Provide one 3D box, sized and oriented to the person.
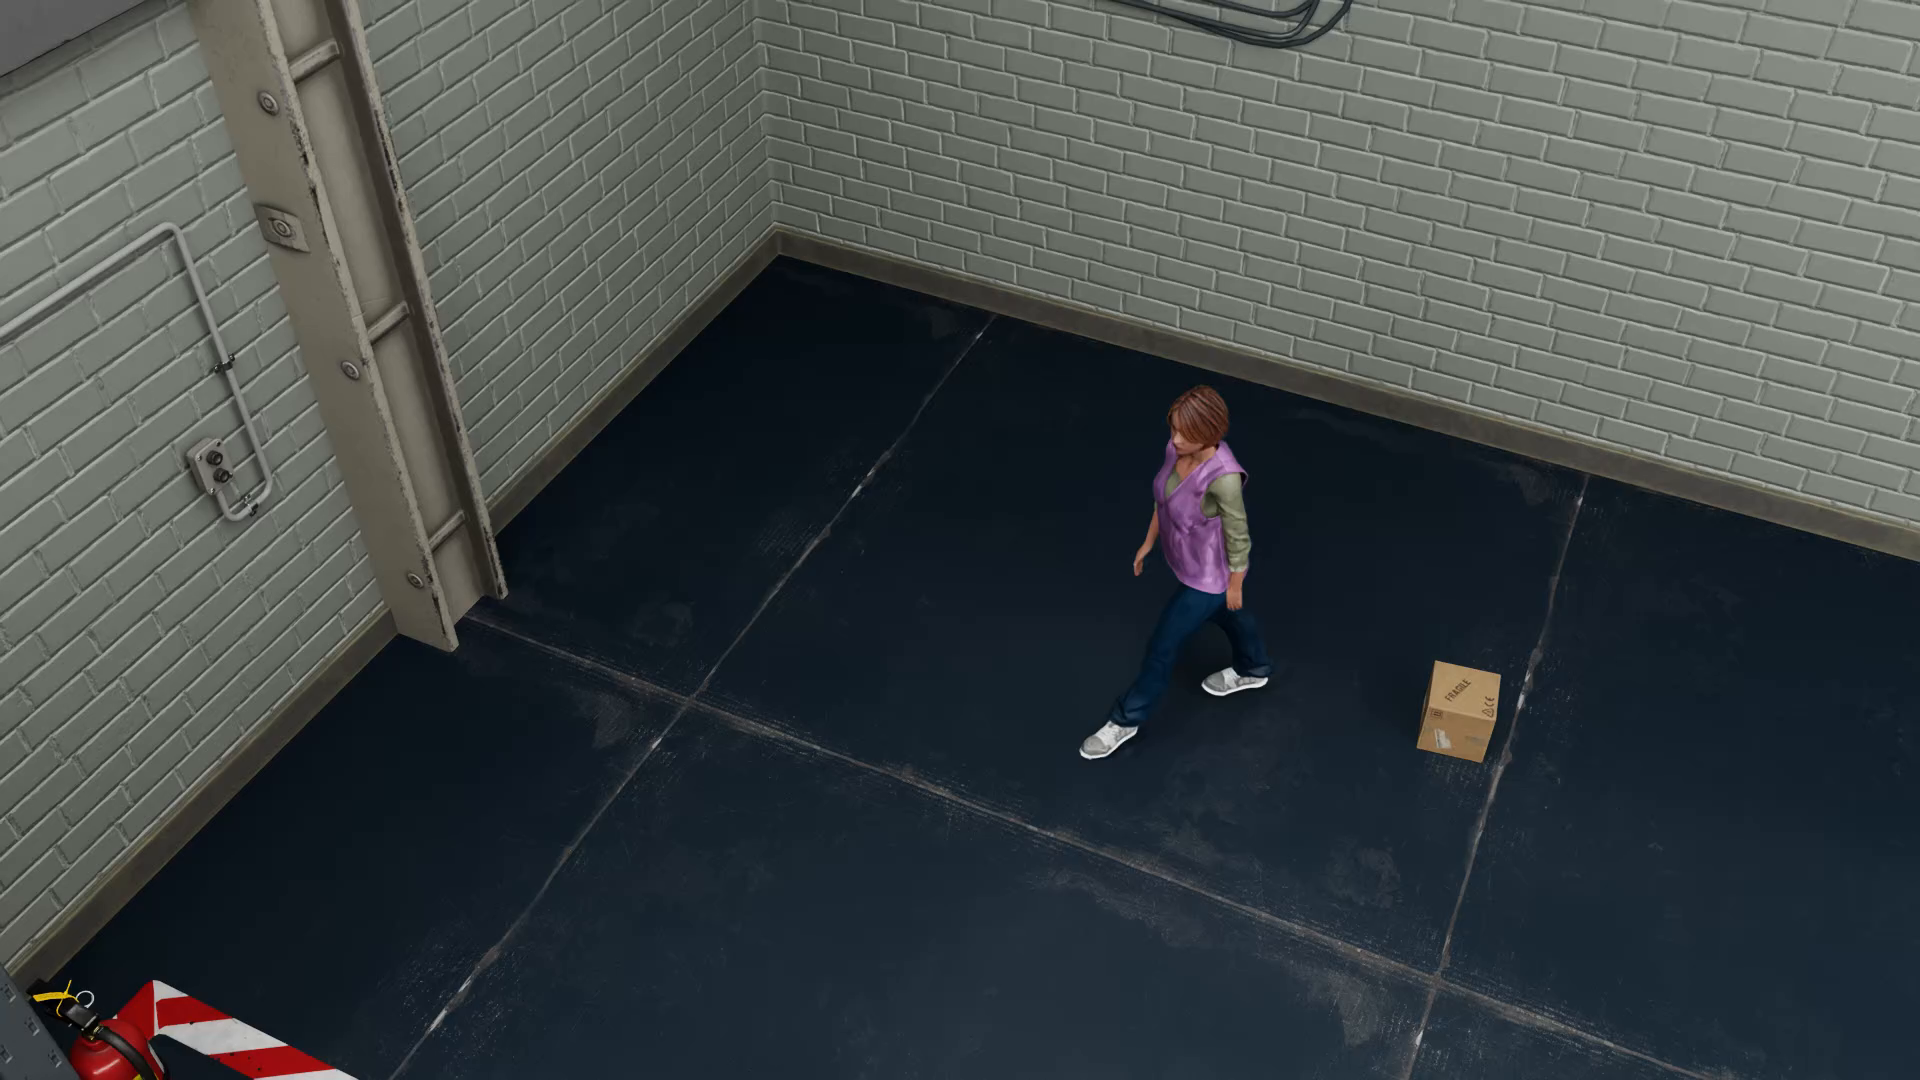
[{"bbox_3d":[0.833,0.082,6.068,0.851,1.556,0.419,-10,43,-10],"label":"person"}]
